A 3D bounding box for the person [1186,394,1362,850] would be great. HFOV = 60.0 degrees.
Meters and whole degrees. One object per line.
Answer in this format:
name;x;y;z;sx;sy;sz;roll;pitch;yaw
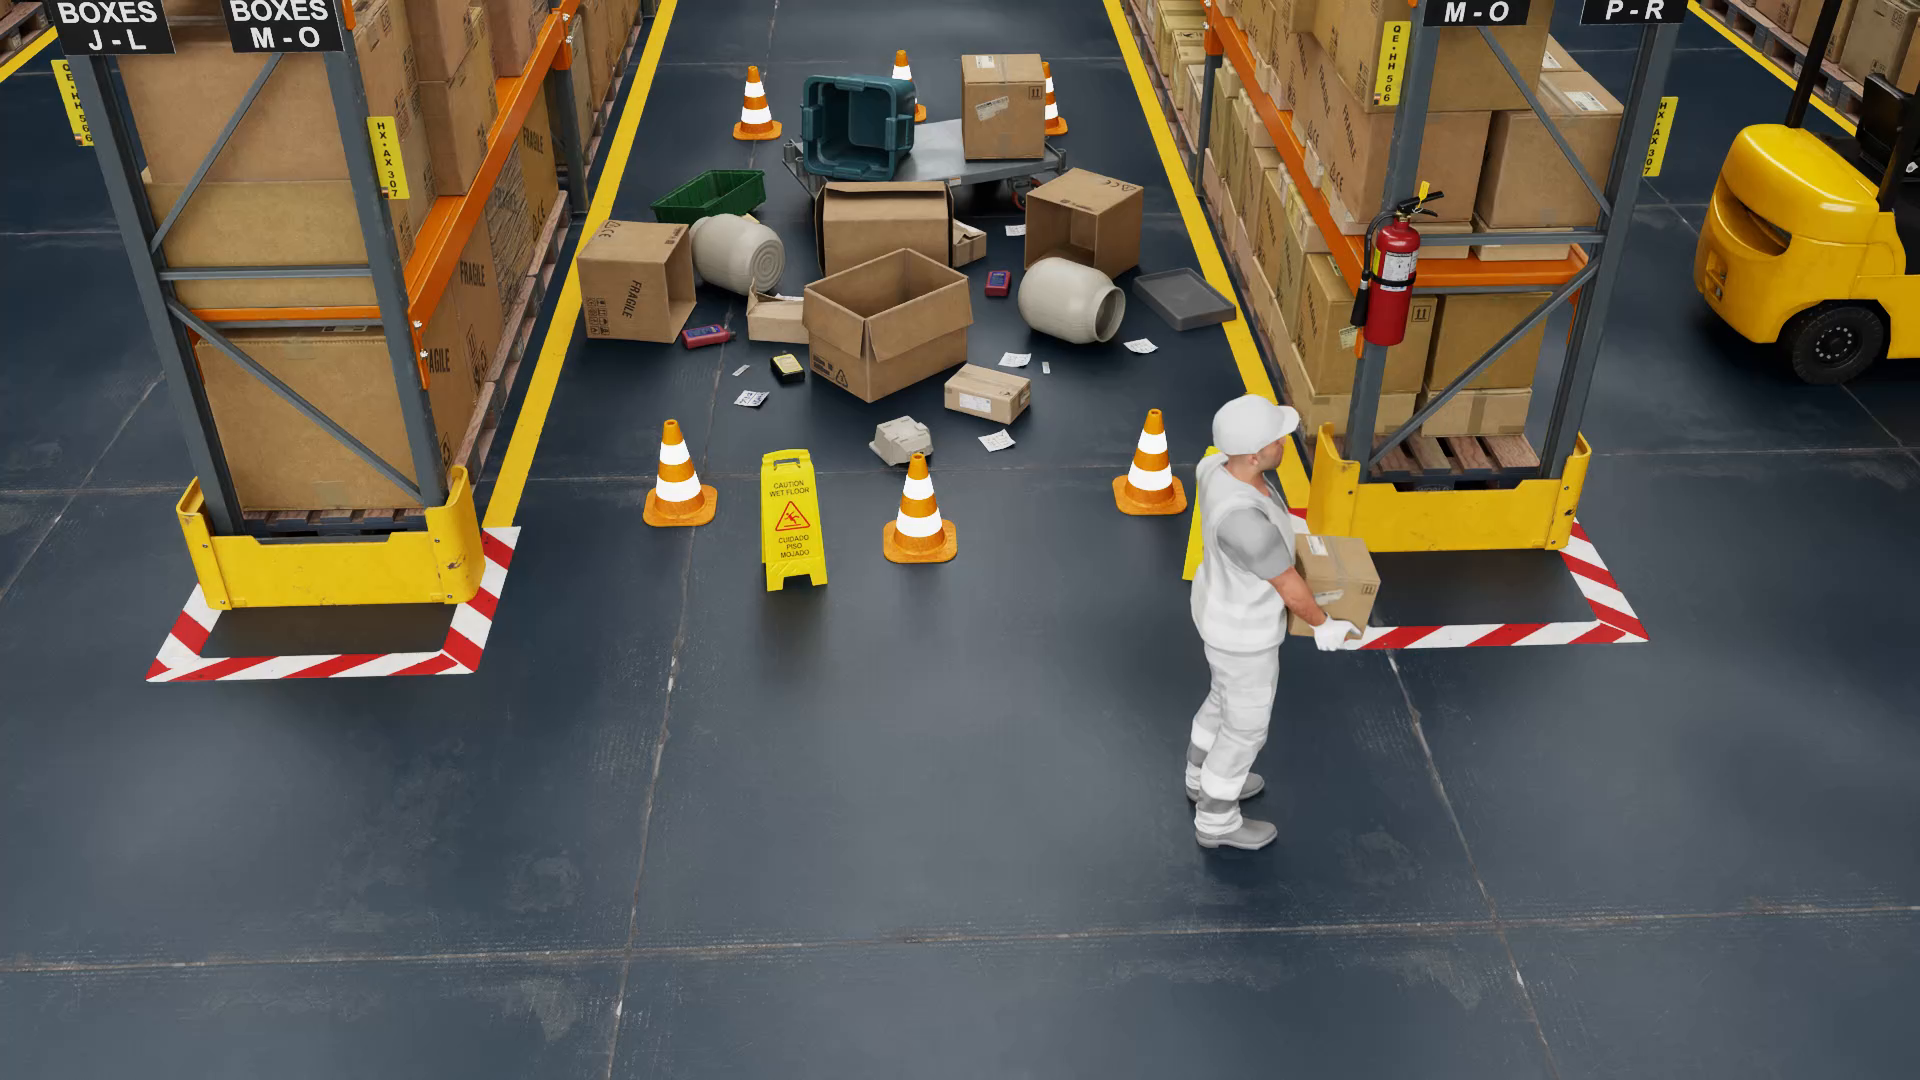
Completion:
person;1.063;0.284;5.719;0.554;1.784;0.494;-1;35;-1
